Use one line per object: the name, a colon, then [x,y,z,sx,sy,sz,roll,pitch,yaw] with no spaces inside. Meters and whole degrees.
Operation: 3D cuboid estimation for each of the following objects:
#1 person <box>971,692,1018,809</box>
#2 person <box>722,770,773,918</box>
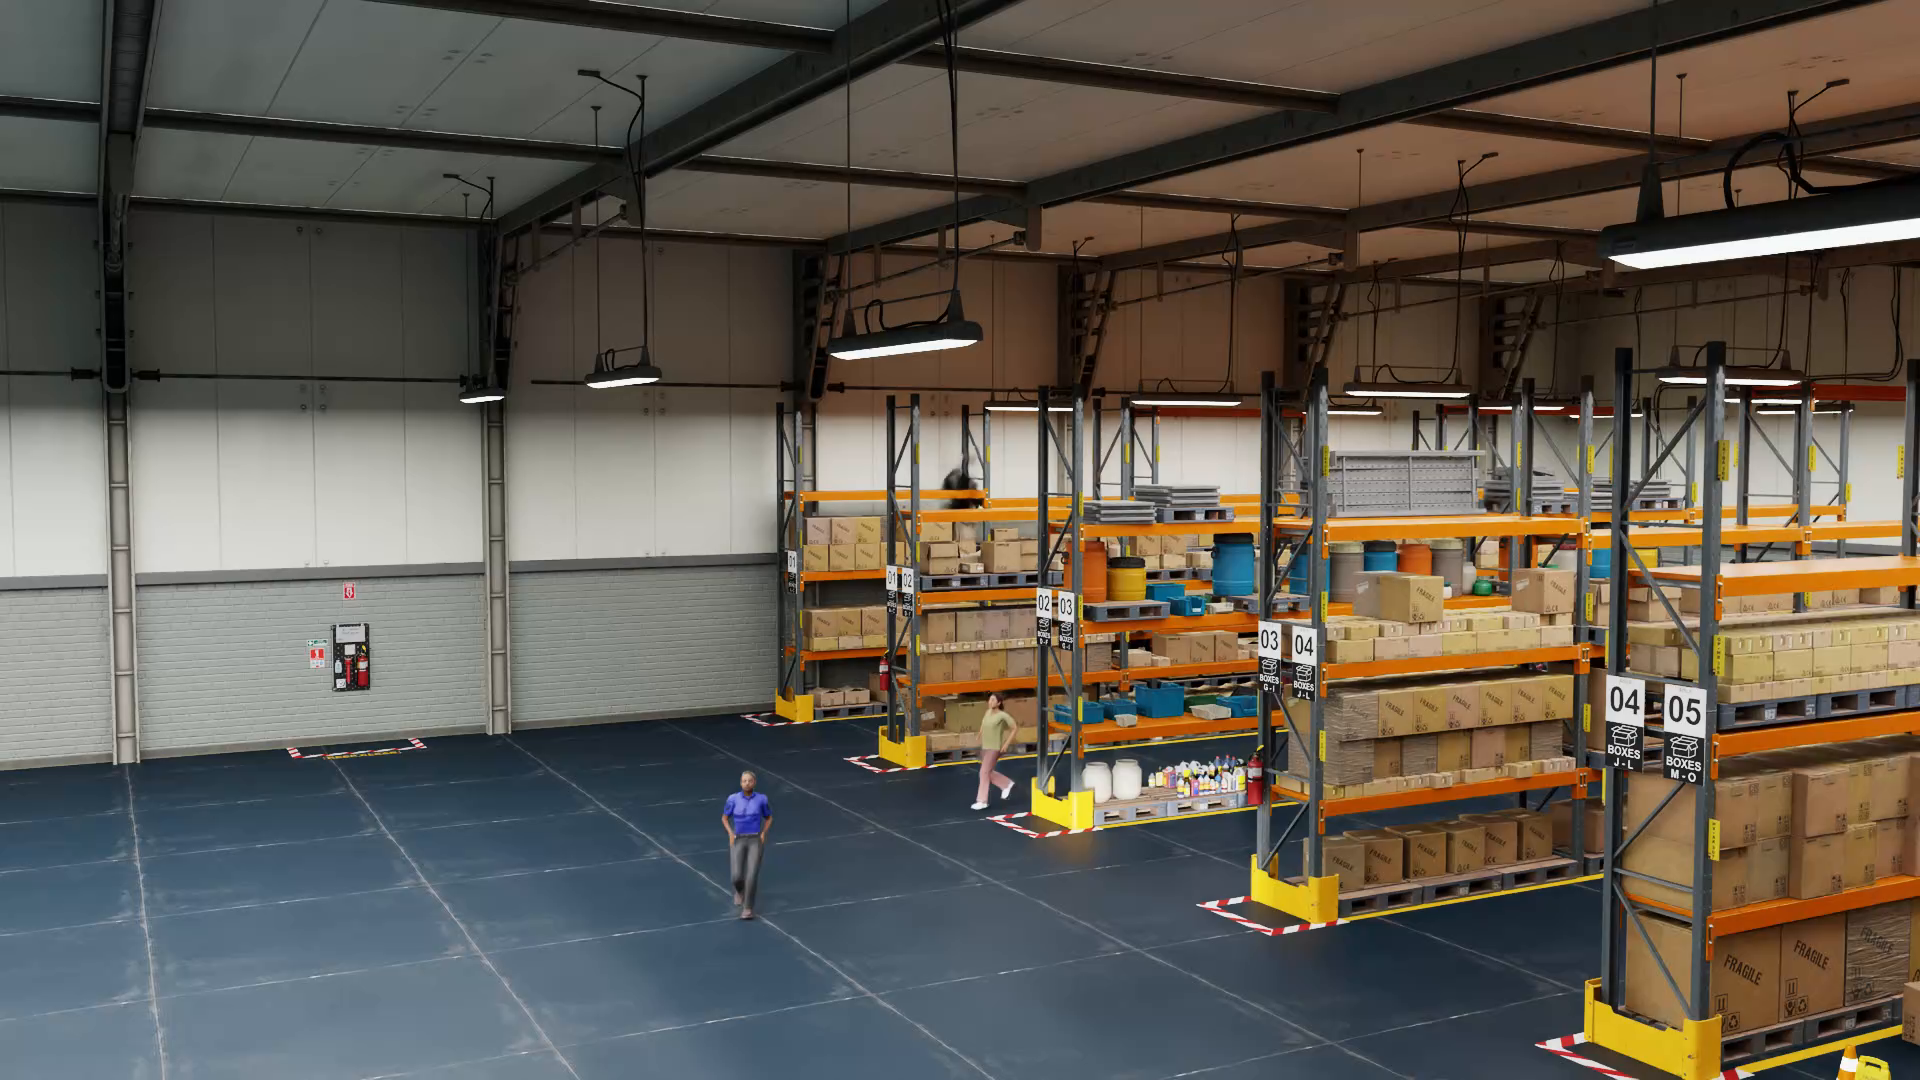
person: [0.476,2.990,23.777,0.844,1.636,0.608,-3,4,-39]
person: [-2.325,3.339,18.222,0.555,1.579,0.548,0,3,-6]
